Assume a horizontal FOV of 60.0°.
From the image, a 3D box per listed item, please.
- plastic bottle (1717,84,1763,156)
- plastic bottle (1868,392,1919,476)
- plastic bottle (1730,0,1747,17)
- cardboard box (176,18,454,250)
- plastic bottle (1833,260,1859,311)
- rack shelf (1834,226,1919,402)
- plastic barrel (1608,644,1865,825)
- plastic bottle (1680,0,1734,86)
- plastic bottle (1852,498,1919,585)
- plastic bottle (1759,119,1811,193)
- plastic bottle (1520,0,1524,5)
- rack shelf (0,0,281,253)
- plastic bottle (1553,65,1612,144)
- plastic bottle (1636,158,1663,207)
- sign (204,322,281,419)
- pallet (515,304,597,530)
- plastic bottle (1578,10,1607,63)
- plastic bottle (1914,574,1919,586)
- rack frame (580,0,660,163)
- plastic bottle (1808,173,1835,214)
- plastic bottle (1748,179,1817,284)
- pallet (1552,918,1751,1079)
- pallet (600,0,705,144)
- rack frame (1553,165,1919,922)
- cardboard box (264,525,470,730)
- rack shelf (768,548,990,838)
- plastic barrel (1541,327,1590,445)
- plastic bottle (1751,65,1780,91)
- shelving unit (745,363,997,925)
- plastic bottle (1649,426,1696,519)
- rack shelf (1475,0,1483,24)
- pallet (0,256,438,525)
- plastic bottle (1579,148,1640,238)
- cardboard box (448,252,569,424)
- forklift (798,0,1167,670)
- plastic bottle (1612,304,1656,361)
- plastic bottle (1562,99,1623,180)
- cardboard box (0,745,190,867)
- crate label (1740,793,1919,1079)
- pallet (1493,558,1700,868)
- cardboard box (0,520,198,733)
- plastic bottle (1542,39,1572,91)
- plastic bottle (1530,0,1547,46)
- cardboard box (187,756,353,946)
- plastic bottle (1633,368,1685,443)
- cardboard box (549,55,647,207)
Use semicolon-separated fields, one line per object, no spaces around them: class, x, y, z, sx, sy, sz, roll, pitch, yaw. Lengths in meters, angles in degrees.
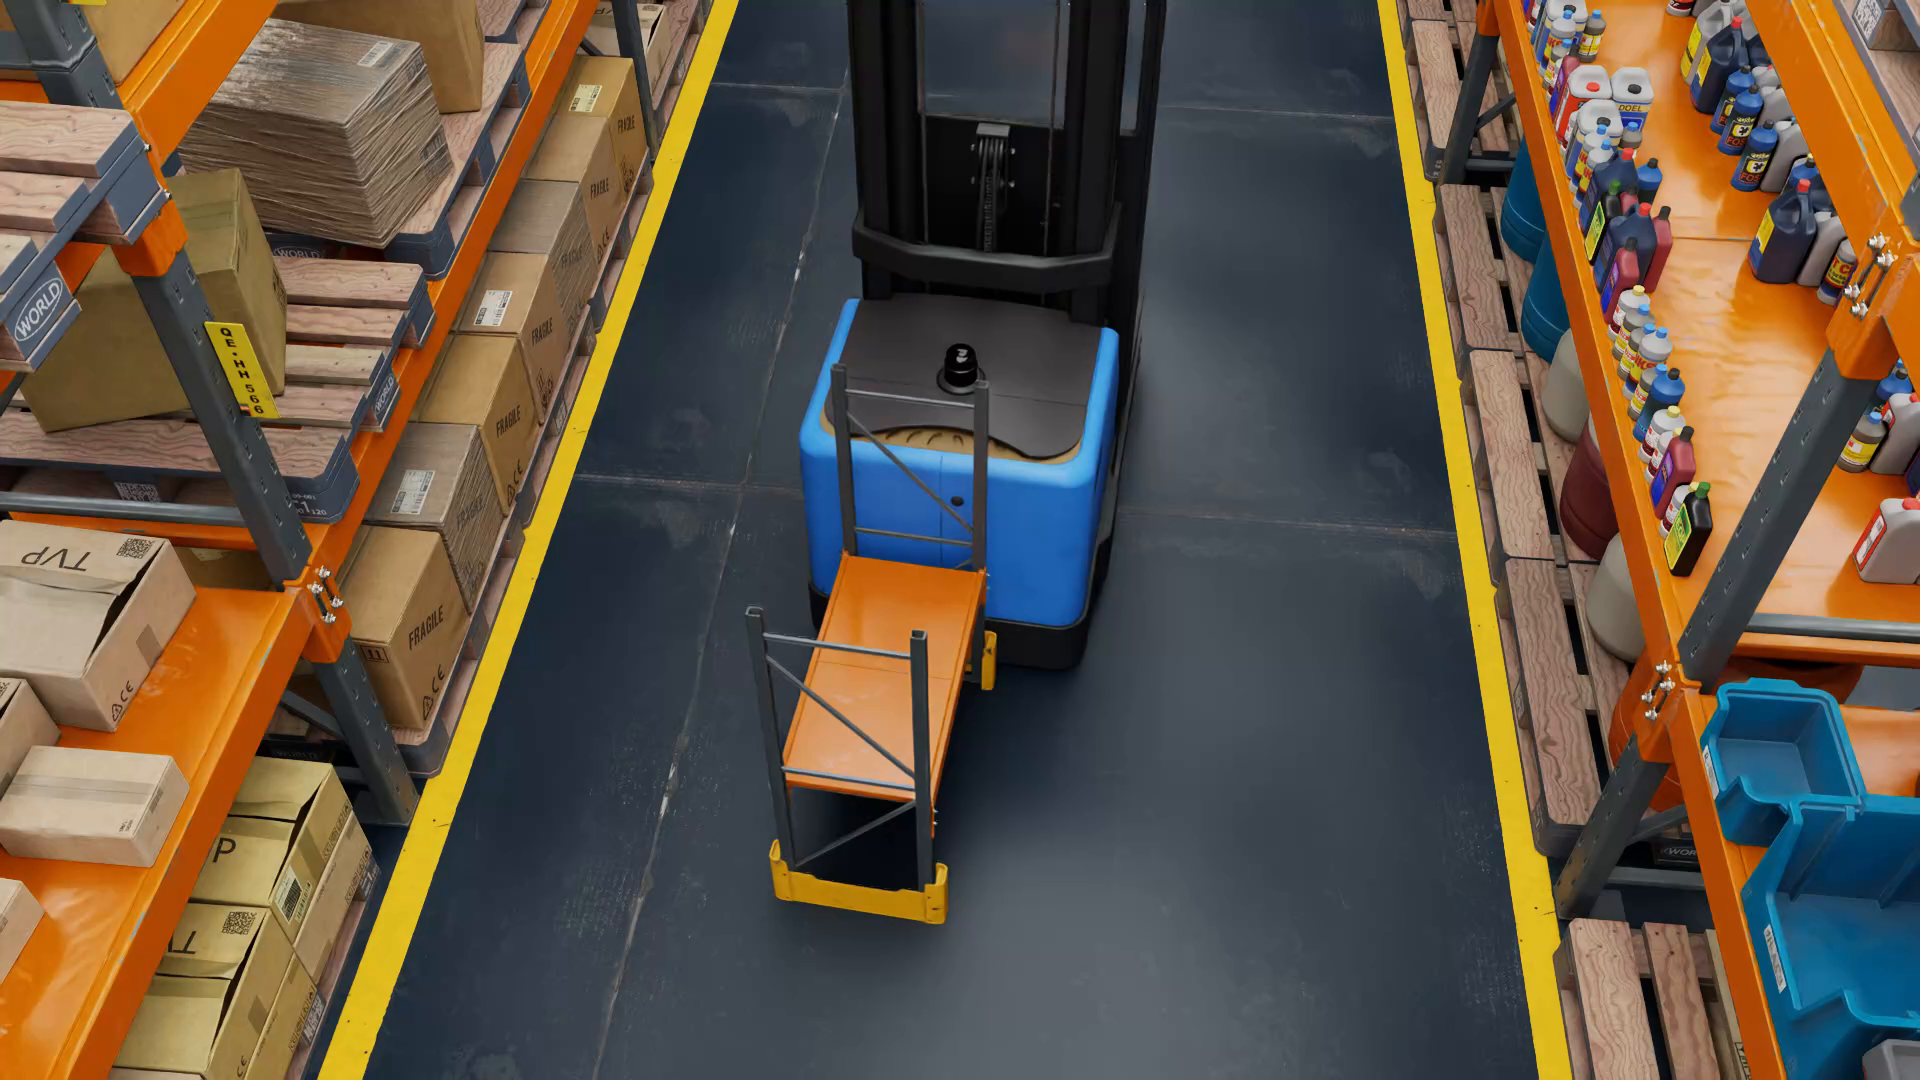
plastic bottle;2.945;-1.589;6.257;0.097;0.271;0.097;0;48;0
plastic bottle;2.915;-0.342;5.114;0.152;0.276;0.135;4;48;4
plastic bottle;3.129;-2.065;6.690;0.152;0.276;0.135;4;48;4
cardboard box;-2.202;-1.388;5.635;0.700;0.500;0.500;12;49;11
plastic bottle;3.024;-0.850;5.574;0.061;0.283;0.133;4;48;4
rack shelf;2.329;0.953;2.300;1.077;0.370;4.000;4;48;4
plastic barrel;2.539;0.483;5.462;0.600;0.830;0.708;4;48;4
plastic bottle;2.975;-1.982;6.564;0.144;0.351;0.185;4;48;4
plastic bottle;2.722;-0.012;4.812;0.152;0.276;0.135;4;48;4
plastic bottle;3.050;-1.425;6.105;0.152;0.276;0.135;4;48;4
plastic bottle;2.418;-2.406;6.997;0.061;0.283;0.133;4;48;4
rack shelf;-2.238;-2.322;5.296;1.077;0.370;4.000;4;48;4
plastic bottle;2.370;-1.650;6.310;0.152;0.276;0.135;4;48;4
plastic bottle;2.437;-1.242;5.940;0.097;0.271;0.097;0;48;0
sign;-1.868;-0.439;4.334;0.100;0.325;0.005;4;48;4
pallet;-2.201;-0.582;7.139;1.003;0.211;1.213;4;48;4
plastic bottle;2.547;-2.041;6.719;0.097;0.201;0.097;0;48;0
plastic bottle;2.873;-0.002;4.803;0.152;0.276;0.135;4;48;4
rack frame;-2.056;-3.022;7.482;1.000;3.000;0.127;4;48;4
plastic bottle;3.018;-1.163;5.814;0.144;0.351;0.185;4;48;4
plastic bottle;2.854;-1.074;5.733;0.144;0.351;0.185;4;48;4
pallet;2.402;1.761;4.997;1.003;0.211;1.213;4;48;4
pallet;-1.993;-2.586;8.972;1.003;0.211;1.213;4;48;4
rack frame;2.512;0.253;4.486;1.000;3.000;0.127;4;48;4
cardboard box;-2.095;0.297;5.842;0.500;0.500;0.500;6;48;5
rack shelf;-0.248;0.483;5.536;0.538;0.185;1.000;8;48;7
plastic barrel;2.605;-0.661;6.723;0.421;0.512;0.421;0;48;0
plastic bottle;3.083;-1.694;6.351;0.152;0.276;0.135;4;48;4
shelving unit;-0.246;0.355;5.409;0.587;1.500;1.083;8;48;7
plastic bottle;2.145;-0.203;4.982;0.061;0.283;0.133;4;48;4
rack shelf;3.058;-3.913;8.784;1.077;0.370;4.000;4;48;4
pallet;-2.429;-0.521;5.324;1.213;0.211;1.003;4;48;4
plastic bottle;2.313;-1.244;5.889;0.144;0.351;0.185;4;48;4
cardboard box;-1.959;-0.840;6.882;0.500;0.500;0.500;2;48;2
forklift;0.200;-1.611;6.237;1.130;2.935;3.031;8;48;7
plastic bottle;2.227;-0.688;5.482;0.097;0.201;0.097;0;48;0
plastic bottle;2.349;-1.479;6.154;0.152;0.276;0.135;4;48;4
cardboard box;-2.228;0.681;4.264;0.380;0.149;0.250;4;48;4
crate label;2.152;0.953;3.822;0.502;0.435;0.616;4;48;4
pallet;2.542;0.612;6.047;1.003;0.211;1.213;4;48;4
cardboard box;-2.497;0.211;4.584;0.500;0.311;0.500;7;48;6
plastic bottle;2.375;-1.881;6.572;0.097;0.201;0.097;0;48;0
plastic bottle;2.405;-2.147;6.768;0.097;0.271;0.097;0;48;0
cardboard box;-2.223;0.915;5.079;0.500;0.311;0.500;5;48;5
plastic bottle;2.191;-0.426;5.194;0.097;0.271;0.097;0;48;0
cardboard box;-1.816;-1.945;7.892;0.500;0.500;0.500;4;48;3
